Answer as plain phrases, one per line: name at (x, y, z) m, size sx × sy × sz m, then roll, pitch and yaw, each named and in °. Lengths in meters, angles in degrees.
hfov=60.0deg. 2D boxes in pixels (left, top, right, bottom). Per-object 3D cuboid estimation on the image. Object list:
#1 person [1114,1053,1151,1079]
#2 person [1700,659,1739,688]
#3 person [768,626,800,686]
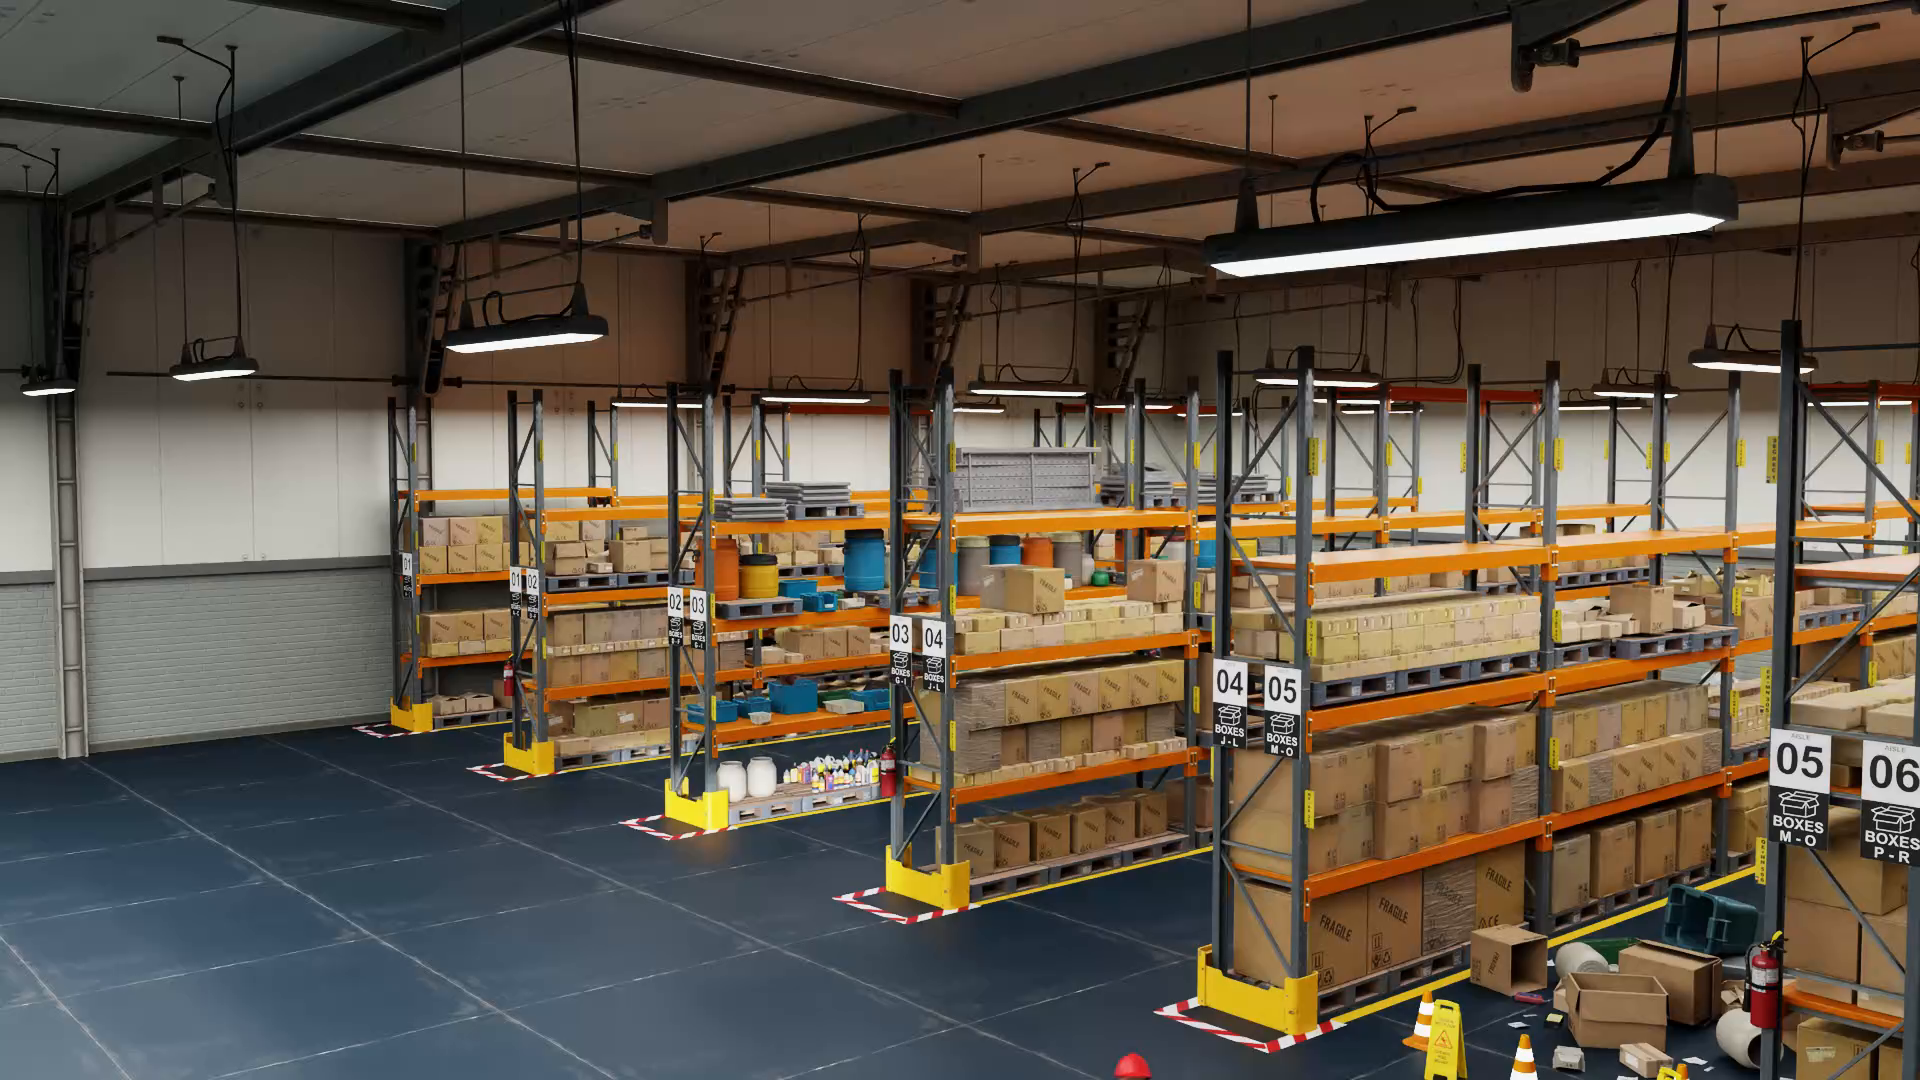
person at (0.996, 3.720, 9.338) m, size 0.695 × 1.760 × 0.818 m, roll 0°, pitch 3°, yaw 1°
person at (12.574, 2.736, 27.597) m, size 0.622 × 1.722 × 0.834 m, roll 1°, pitch 4°, yaw 24°
person at (-3.366, 2.196, 31.791) m, size 0.673 × 1.766 × 0.559 m, roll -3°, pitch 4°, yaw -42°
